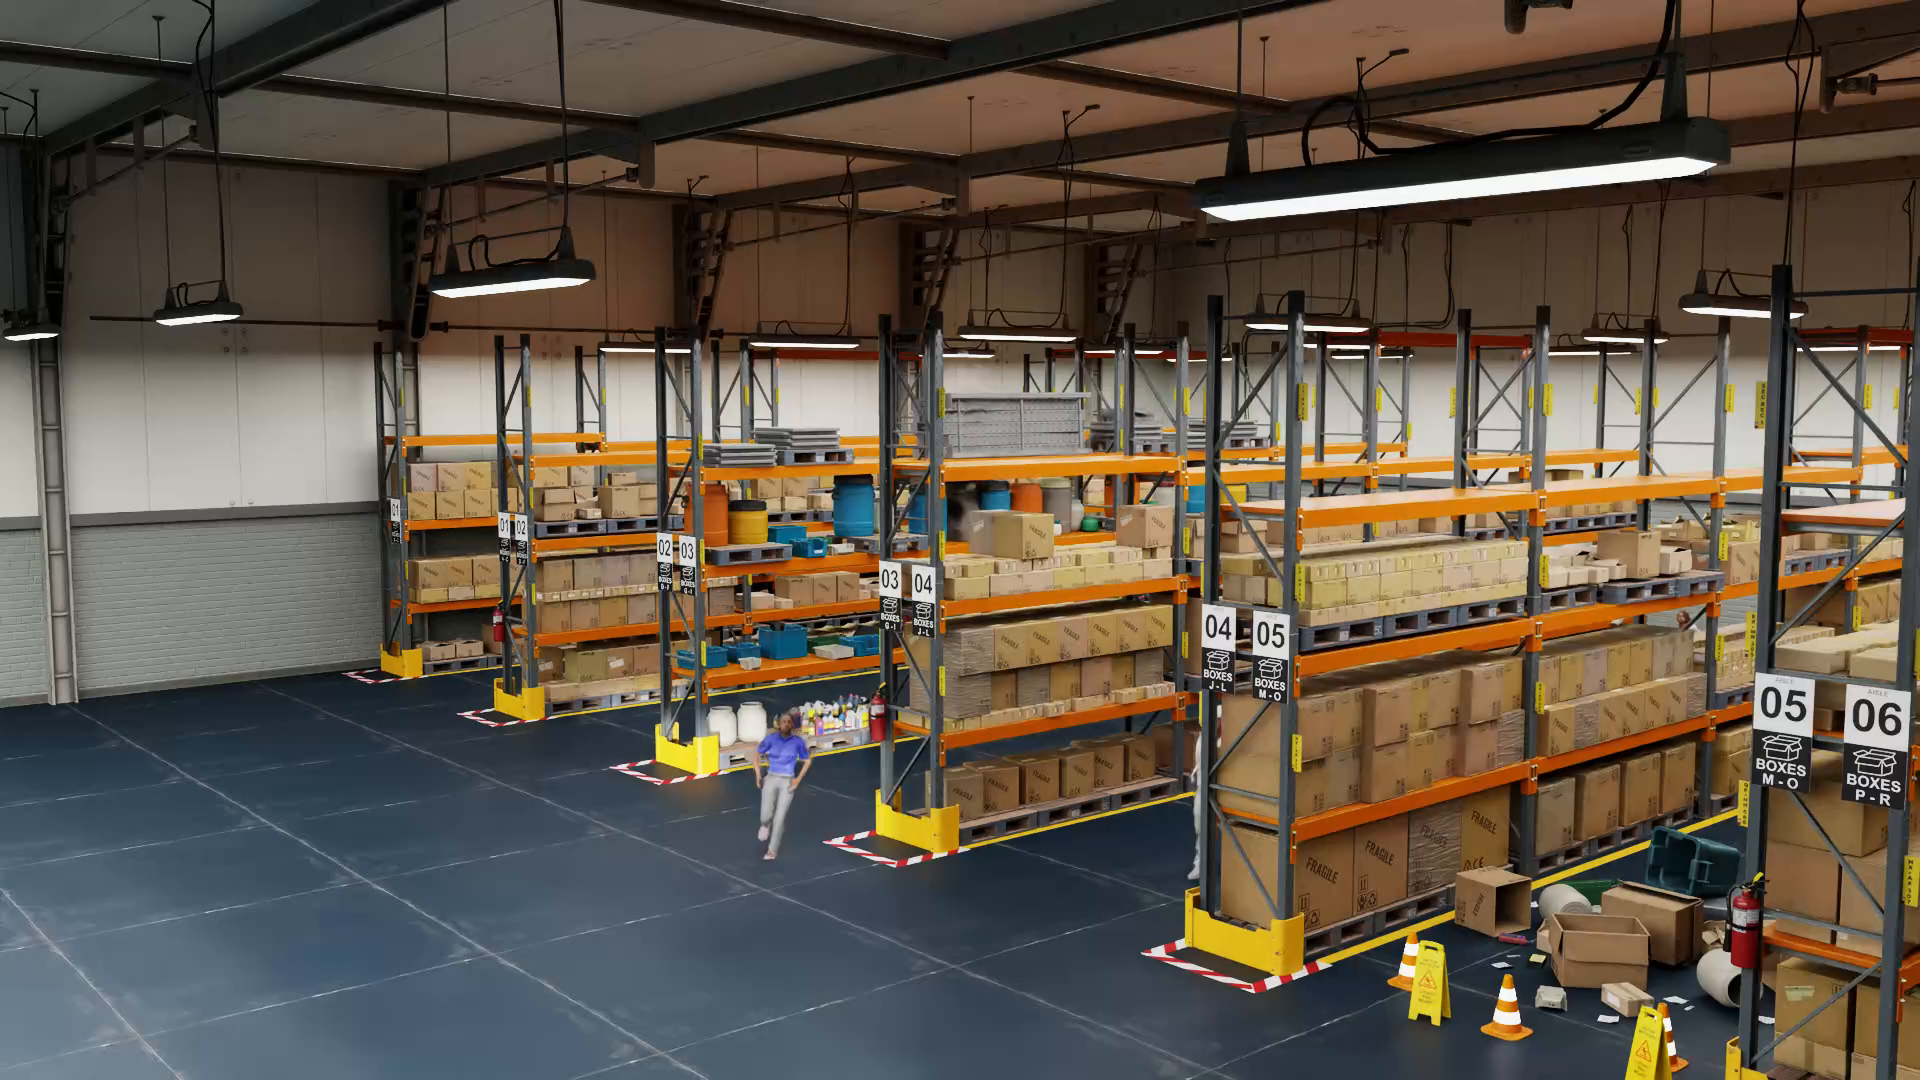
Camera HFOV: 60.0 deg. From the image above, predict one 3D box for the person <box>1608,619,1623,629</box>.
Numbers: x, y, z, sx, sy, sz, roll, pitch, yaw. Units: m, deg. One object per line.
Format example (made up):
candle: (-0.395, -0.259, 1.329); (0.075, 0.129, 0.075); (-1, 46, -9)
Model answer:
person: (10.043, 1.998, 25.539); (0.609, 1.648, 0.903); (5, 7, 41)

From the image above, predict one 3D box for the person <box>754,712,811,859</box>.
person: (-1.968, 2.701, 18.437); (0.636, 1.590, 0.588); (0, 5, -4)

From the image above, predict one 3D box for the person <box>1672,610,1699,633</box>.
person: (11.853, 1.922, 27.227); (0.569, 1.551, 0.491); (5, 7, 43)

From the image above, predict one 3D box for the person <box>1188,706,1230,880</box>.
person: (2.729, 2.657, 17.711); (0.680, 1.800, 0.845); (4, 7, 41)
